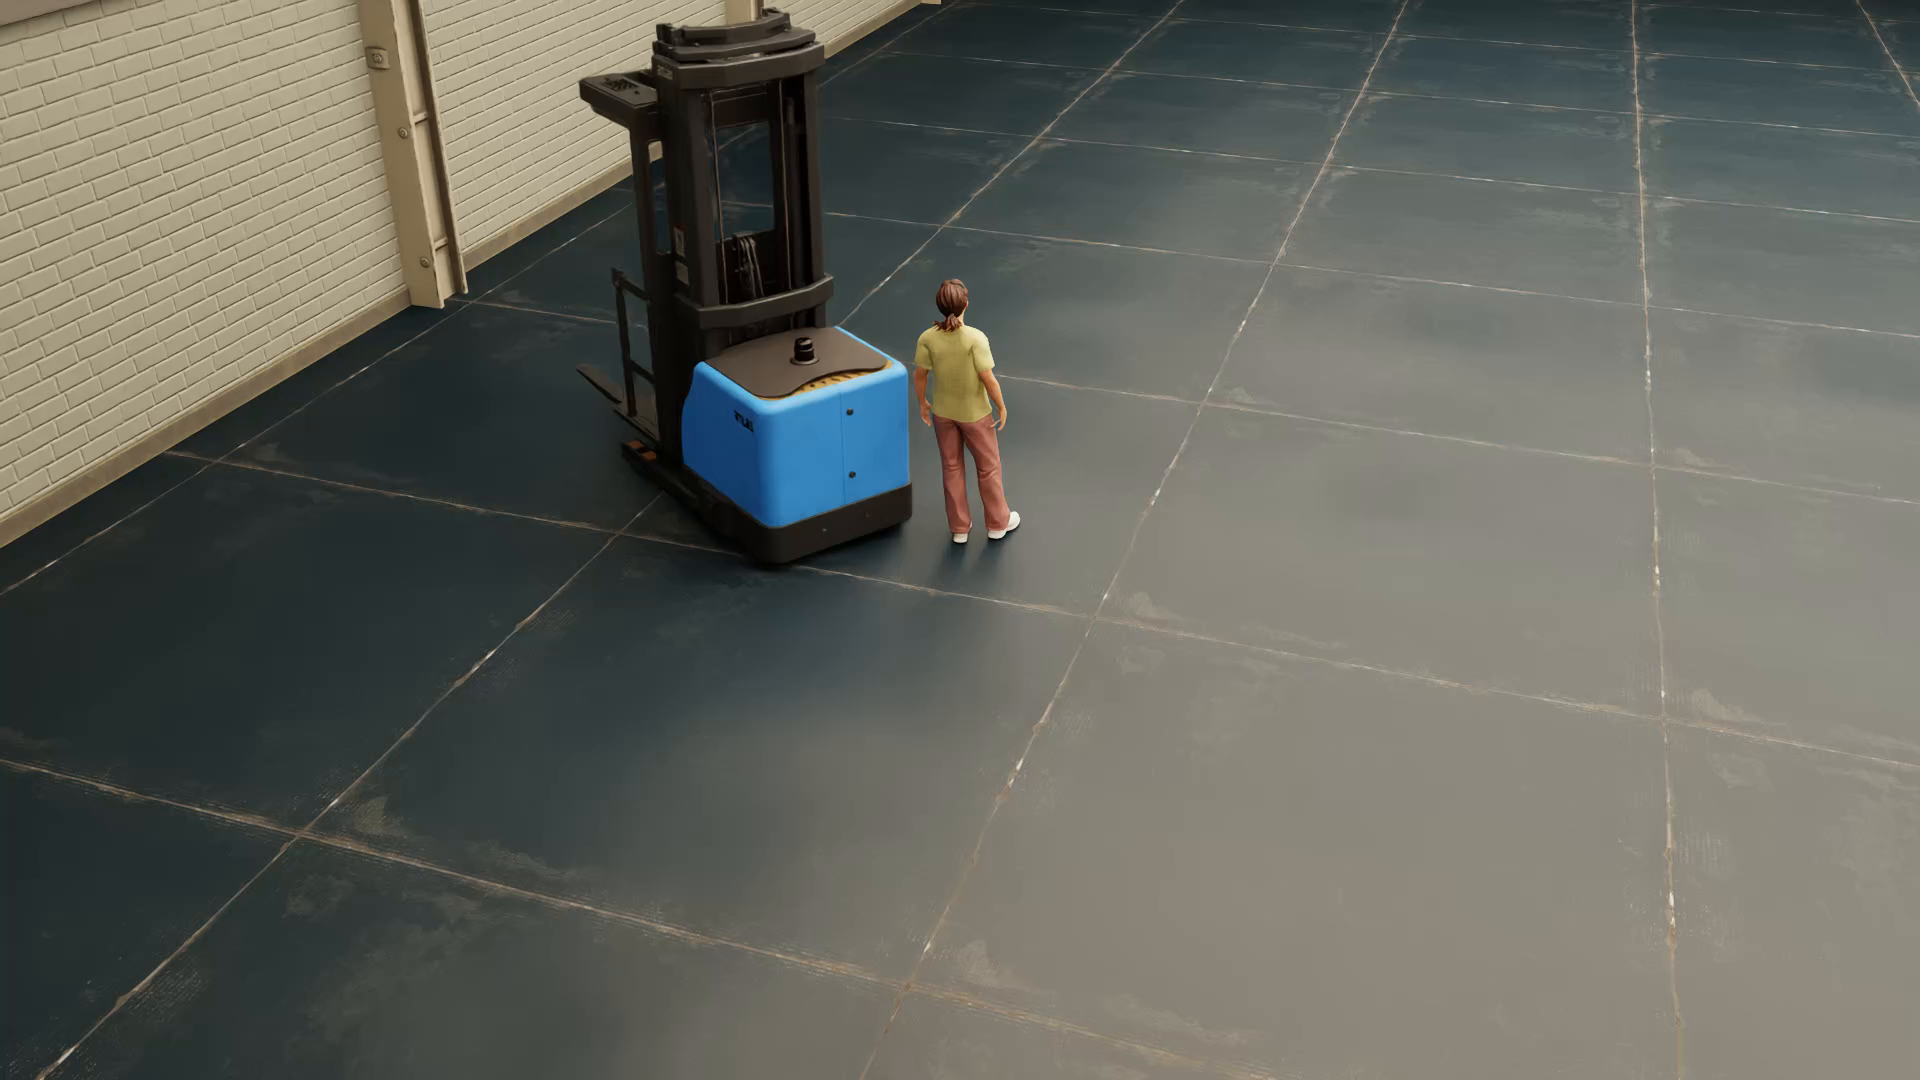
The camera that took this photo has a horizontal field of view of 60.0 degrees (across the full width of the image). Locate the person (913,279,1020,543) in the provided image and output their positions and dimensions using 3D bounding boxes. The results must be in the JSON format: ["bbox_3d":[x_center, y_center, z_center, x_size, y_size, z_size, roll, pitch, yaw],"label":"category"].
[{"bbox_3d":[0.035,-0.767,9.735,0.553,1.673,0.548,10,31,16],"label":"person"}]

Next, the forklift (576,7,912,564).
[{"bbox_3d":[-1.568,-1.809,10.310,1.130,2.935,3.031,-20,35,-31],"label":"forklift"}]
